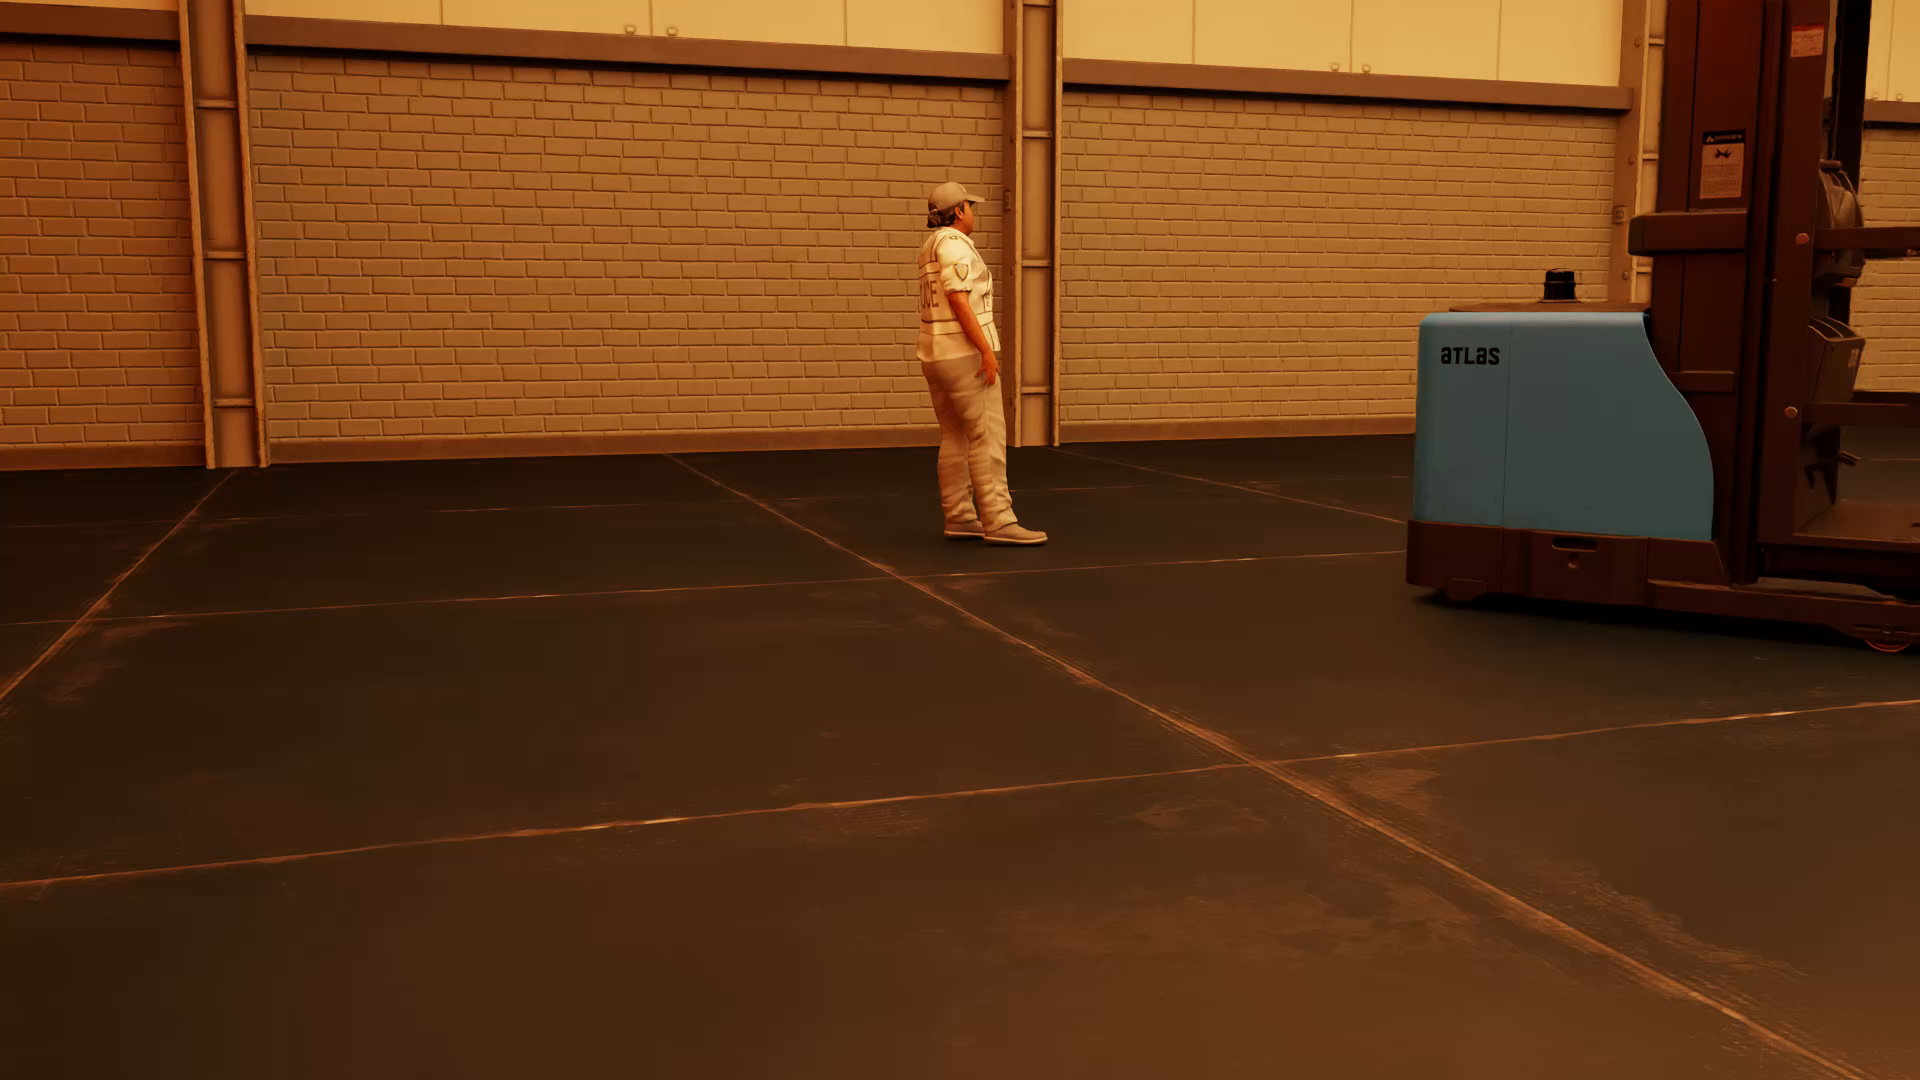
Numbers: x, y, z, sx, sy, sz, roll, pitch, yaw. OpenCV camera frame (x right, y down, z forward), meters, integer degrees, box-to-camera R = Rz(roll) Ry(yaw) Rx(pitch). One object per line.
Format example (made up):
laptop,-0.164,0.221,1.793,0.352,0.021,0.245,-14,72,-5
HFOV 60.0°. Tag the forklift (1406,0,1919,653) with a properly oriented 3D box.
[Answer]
forklift,3.175,-1.161,5.581,3.031,2.935,1.130,5,9,34

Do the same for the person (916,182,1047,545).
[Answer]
person,0.080,-0.833,7.813,0.529,1.670,0.598,-3,8,-18
